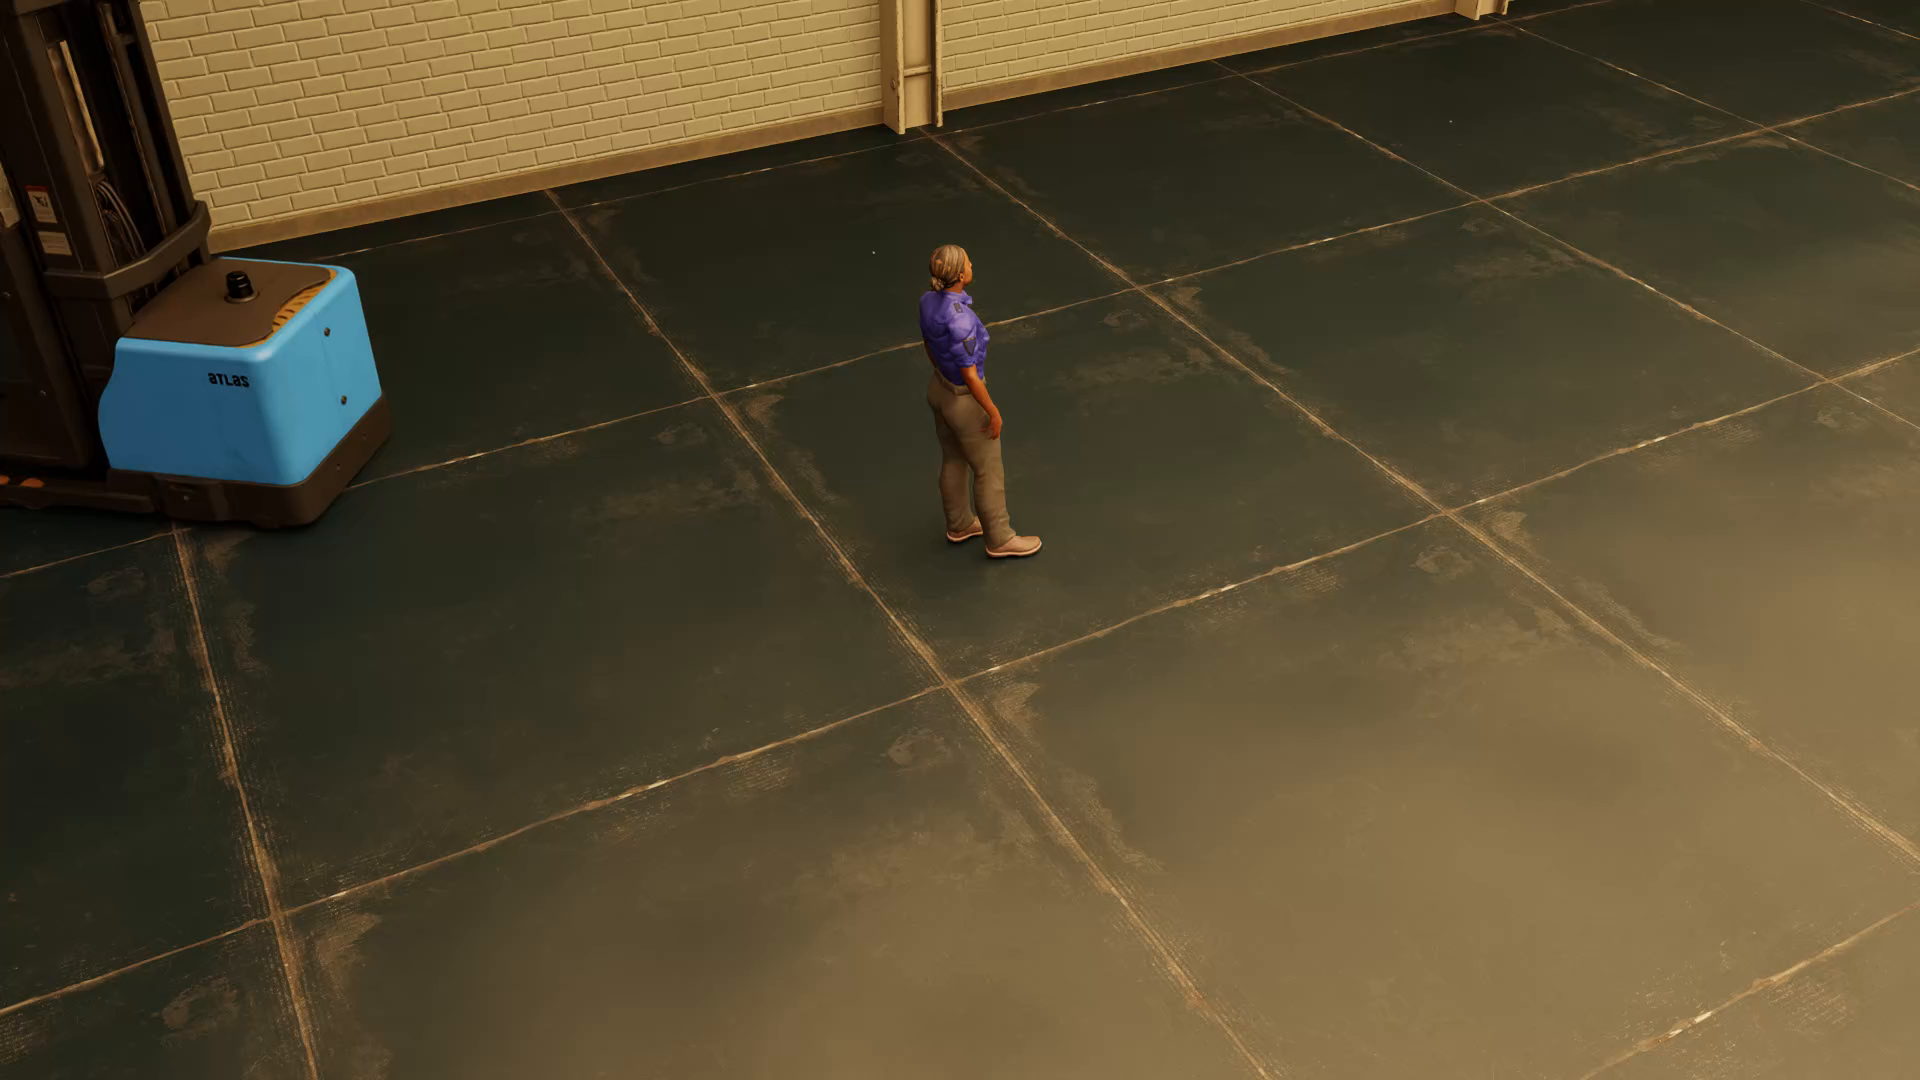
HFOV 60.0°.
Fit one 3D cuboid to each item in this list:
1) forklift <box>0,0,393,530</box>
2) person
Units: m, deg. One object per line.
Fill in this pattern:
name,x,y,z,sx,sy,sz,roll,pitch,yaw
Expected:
forklift,-4.775,-1.653,8.461,3.031,2.935,1.130,6,36,8
person,0.087,-0.695,8.200,0.503,1.656,0.570,-17,39,-23
